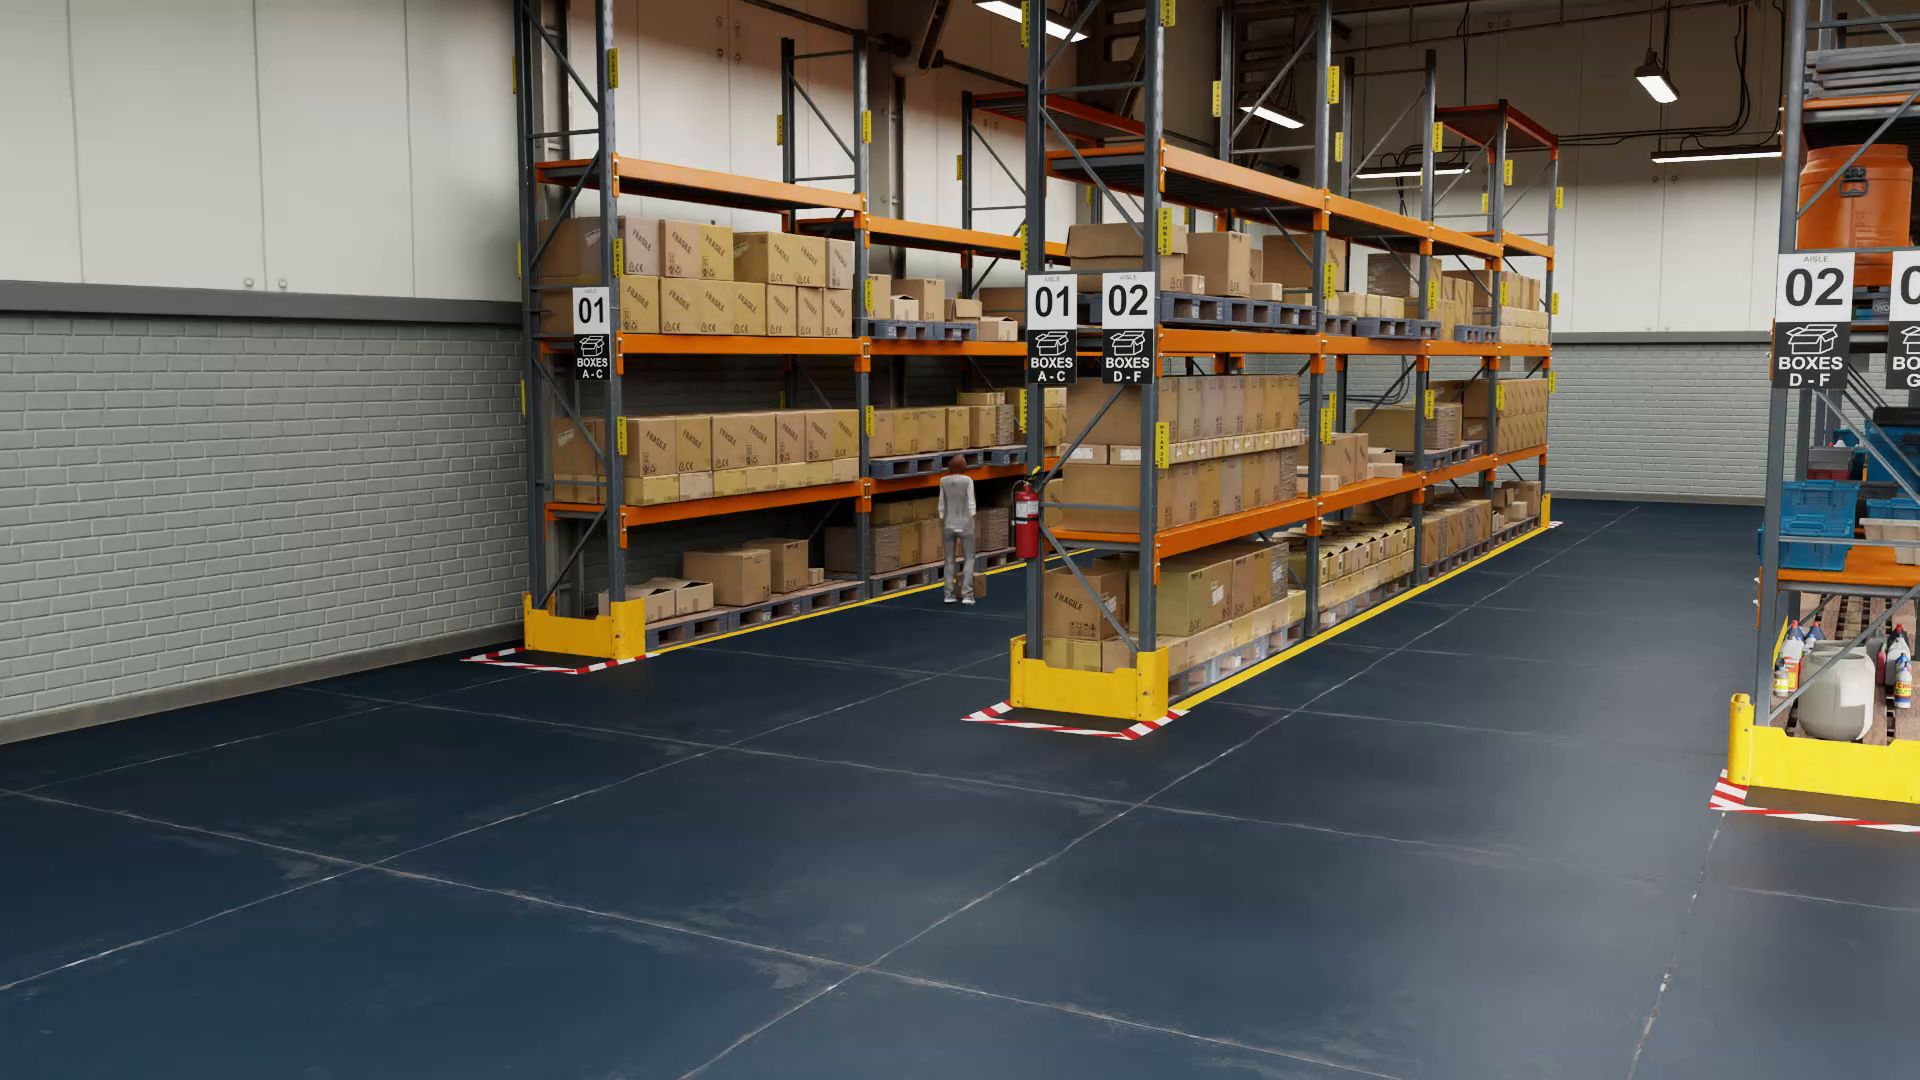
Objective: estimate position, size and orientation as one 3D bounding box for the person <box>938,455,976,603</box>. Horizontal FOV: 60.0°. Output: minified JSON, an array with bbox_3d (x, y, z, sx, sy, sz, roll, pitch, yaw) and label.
[{"bbox_3d":[-0.037,-0.100,17.714,0.417,1.564,0.340,2,6,17],"label":"person"}]
